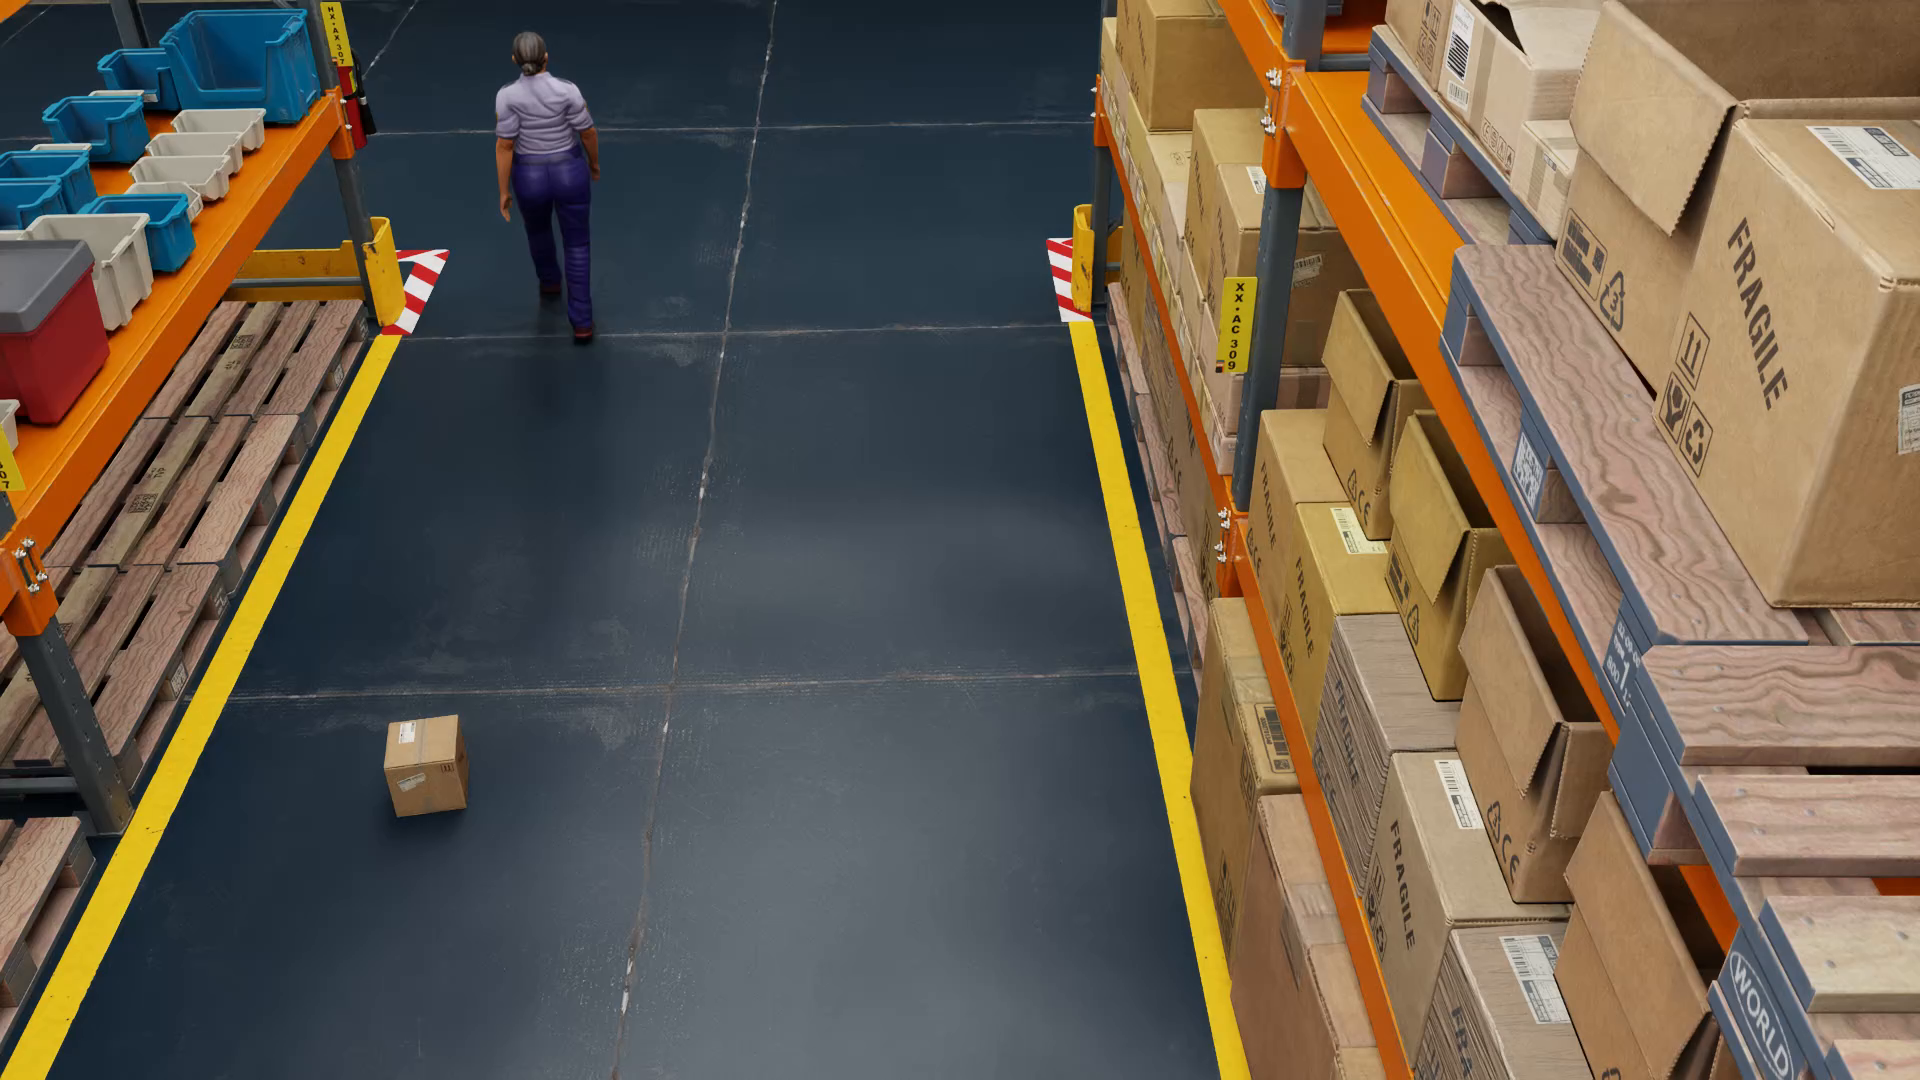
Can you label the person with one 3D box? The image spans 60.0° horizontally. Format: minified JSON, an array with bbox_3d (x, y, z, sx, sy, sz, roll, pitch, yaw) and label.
[{"bbox_3d":[-2.183,-1.945,8.896,0.532,1.642,0.852,-5,36,-7],"label":"person"}]
